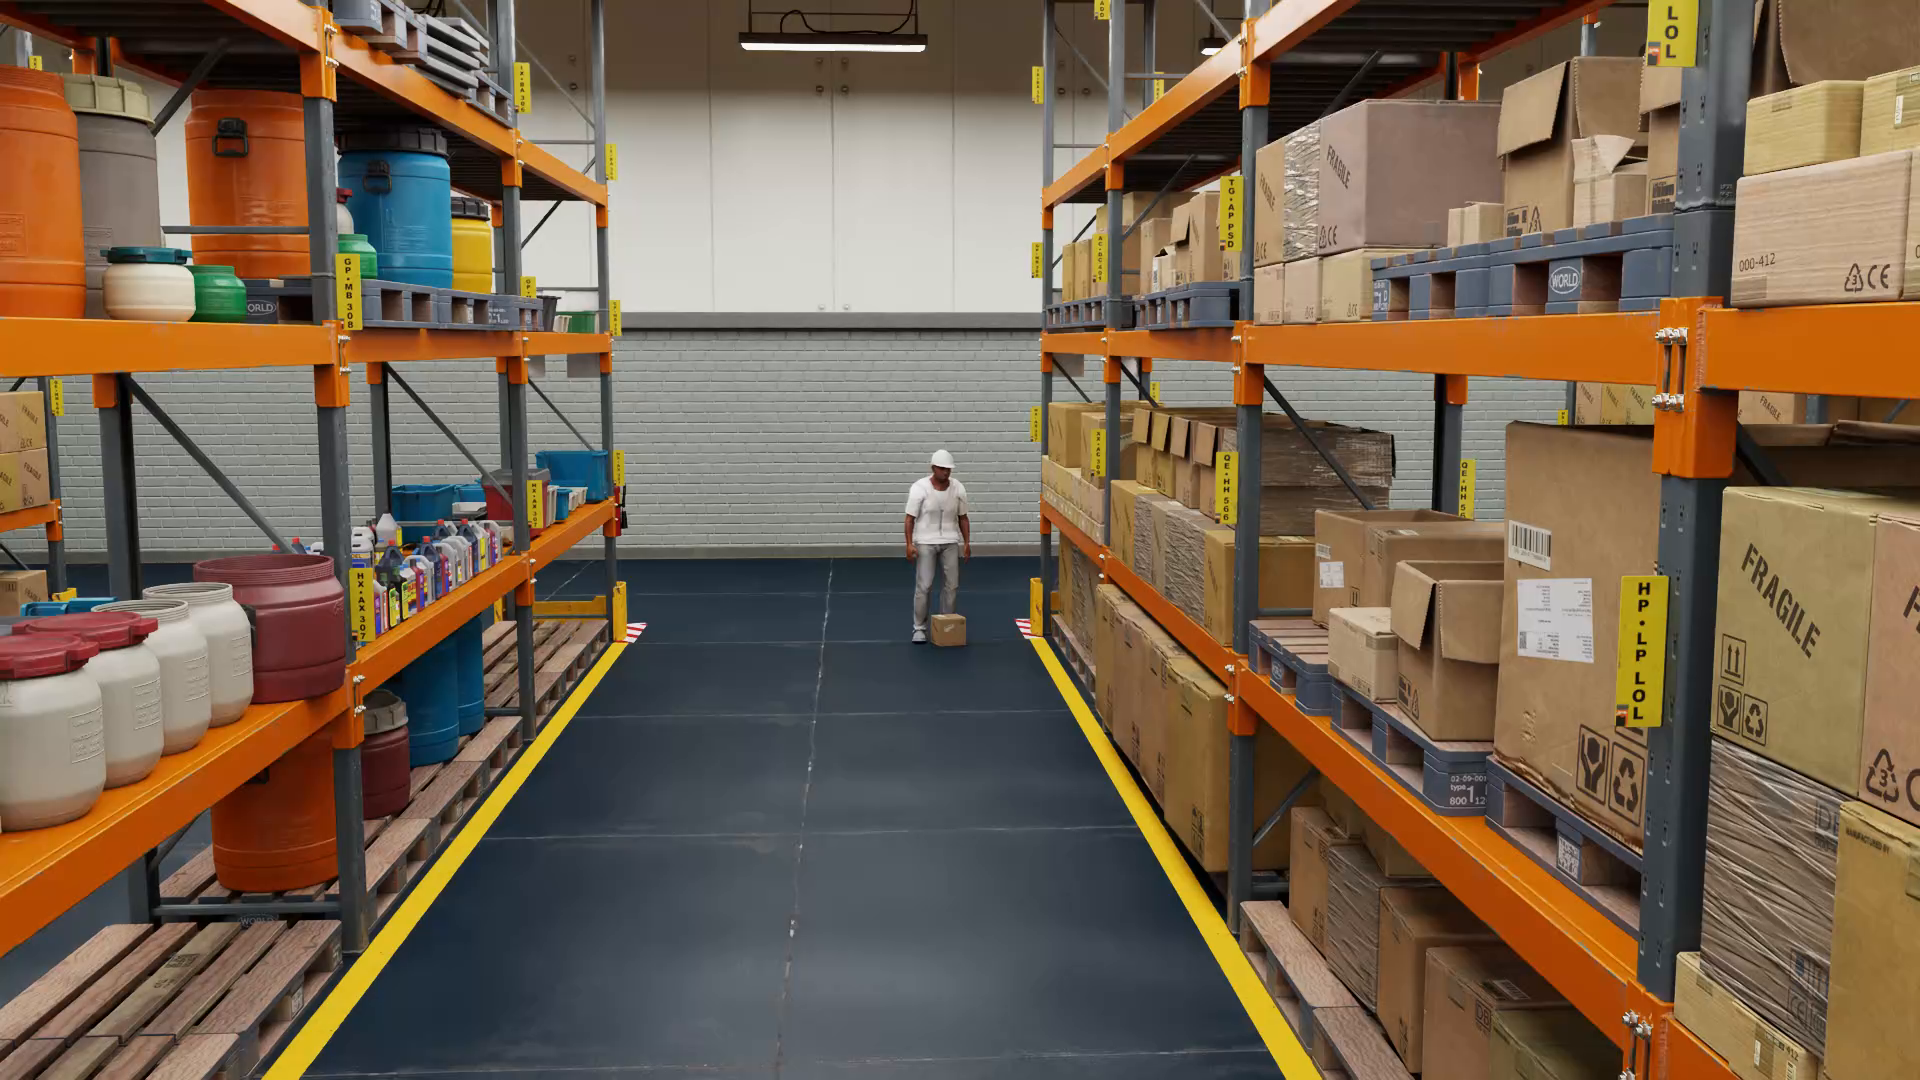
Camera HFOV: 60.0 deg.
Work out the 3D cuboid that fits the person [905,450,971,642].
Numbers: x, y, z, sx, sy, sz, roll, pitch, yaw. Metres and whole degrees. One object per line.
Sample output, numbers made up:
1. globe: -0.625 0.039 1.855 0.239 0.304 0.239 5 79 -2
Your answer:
1. person: -0.200 0.047 15.265 0.626 1.761 0.457 -2 7 -18
